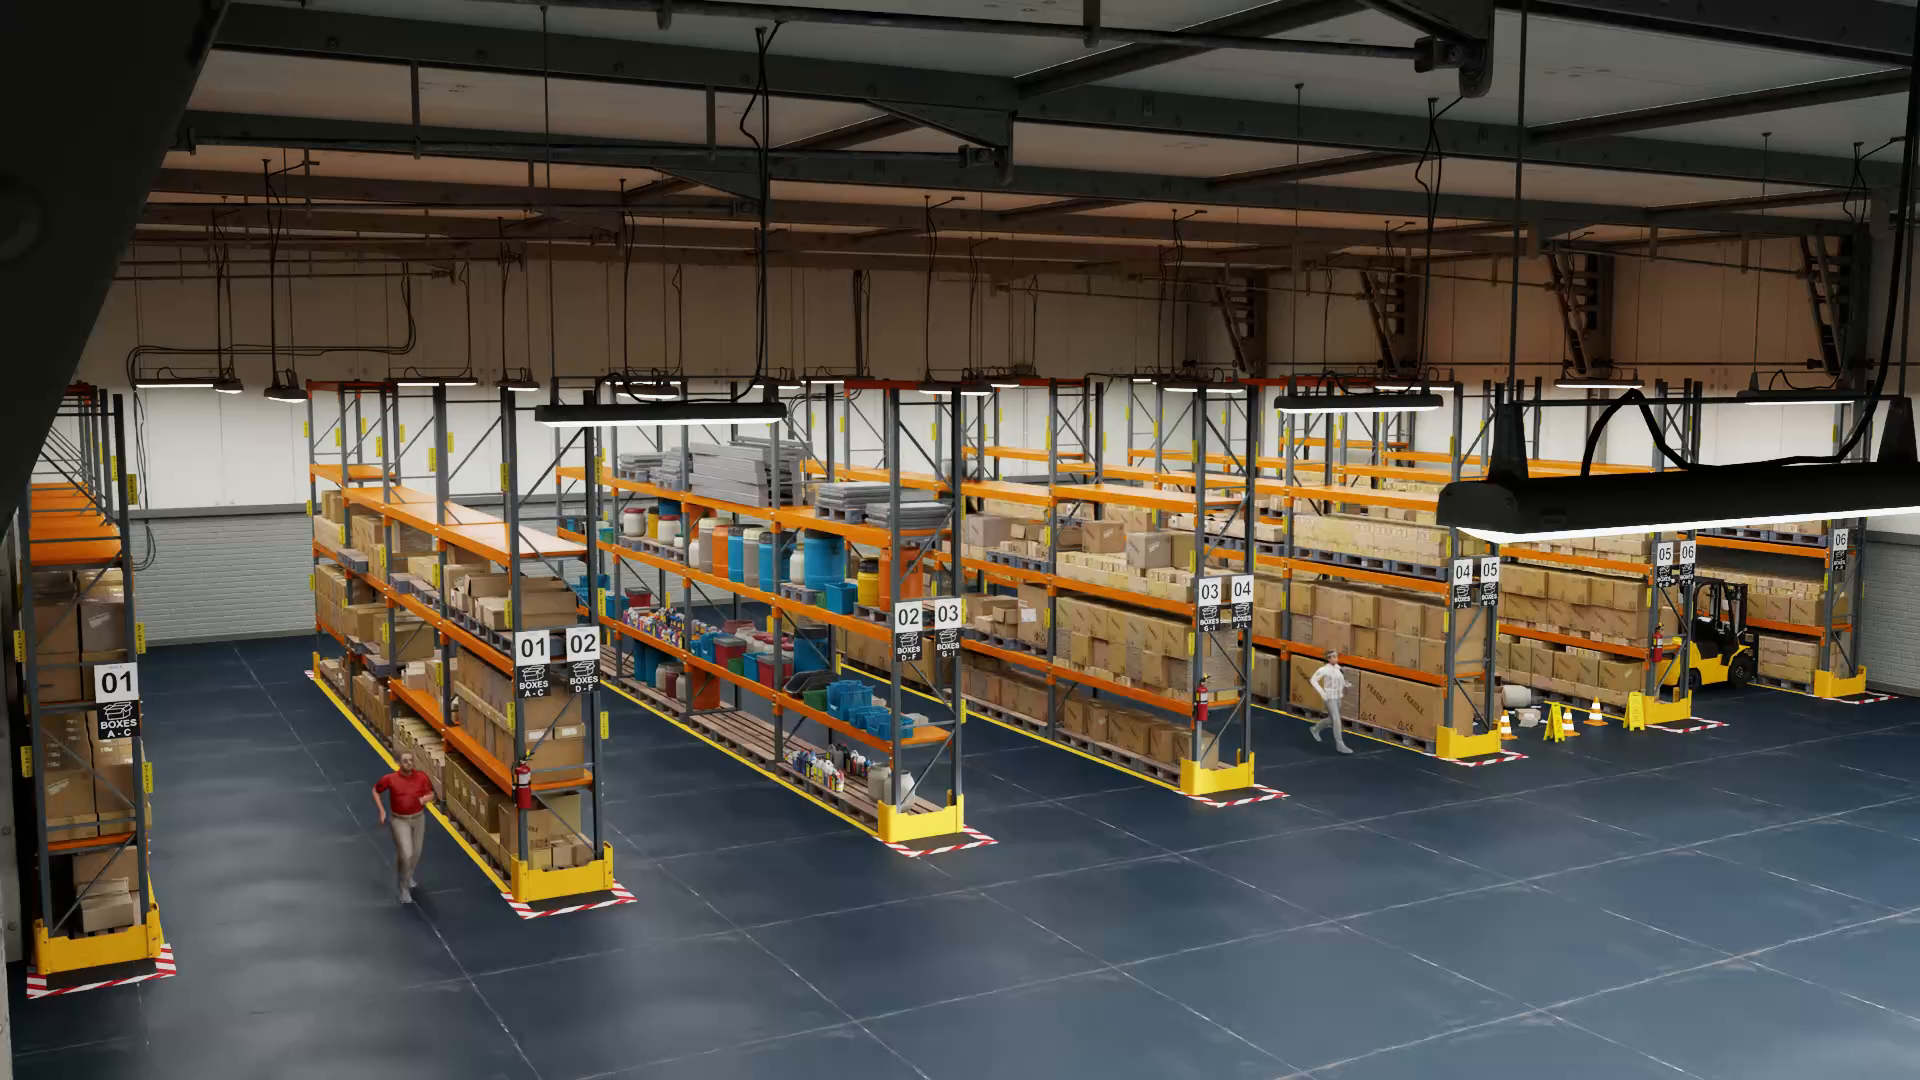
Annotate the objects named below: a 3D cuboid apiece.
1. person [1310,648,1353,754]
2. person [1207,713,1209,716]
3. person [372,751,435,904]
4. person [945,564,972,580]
[{"bbox_3d":[6.083,2.589,27.163,0.618,1.672,0.881,-5,8,-40],"label":"person"},{"bbox_3d":[4.284,2.261,30.198,0.711,1.765,0.872,-4,7,-30],"label":"person"},{"bbox_3d":[-6.550,3.393,19.725,0.631,1.798,0.768,-5,8,-40],"label":"person"},{"bbox_3d":[0.013,0.994,41.997,0.827,1.810,0.665,-2,7,-22],"label":"person"}]
